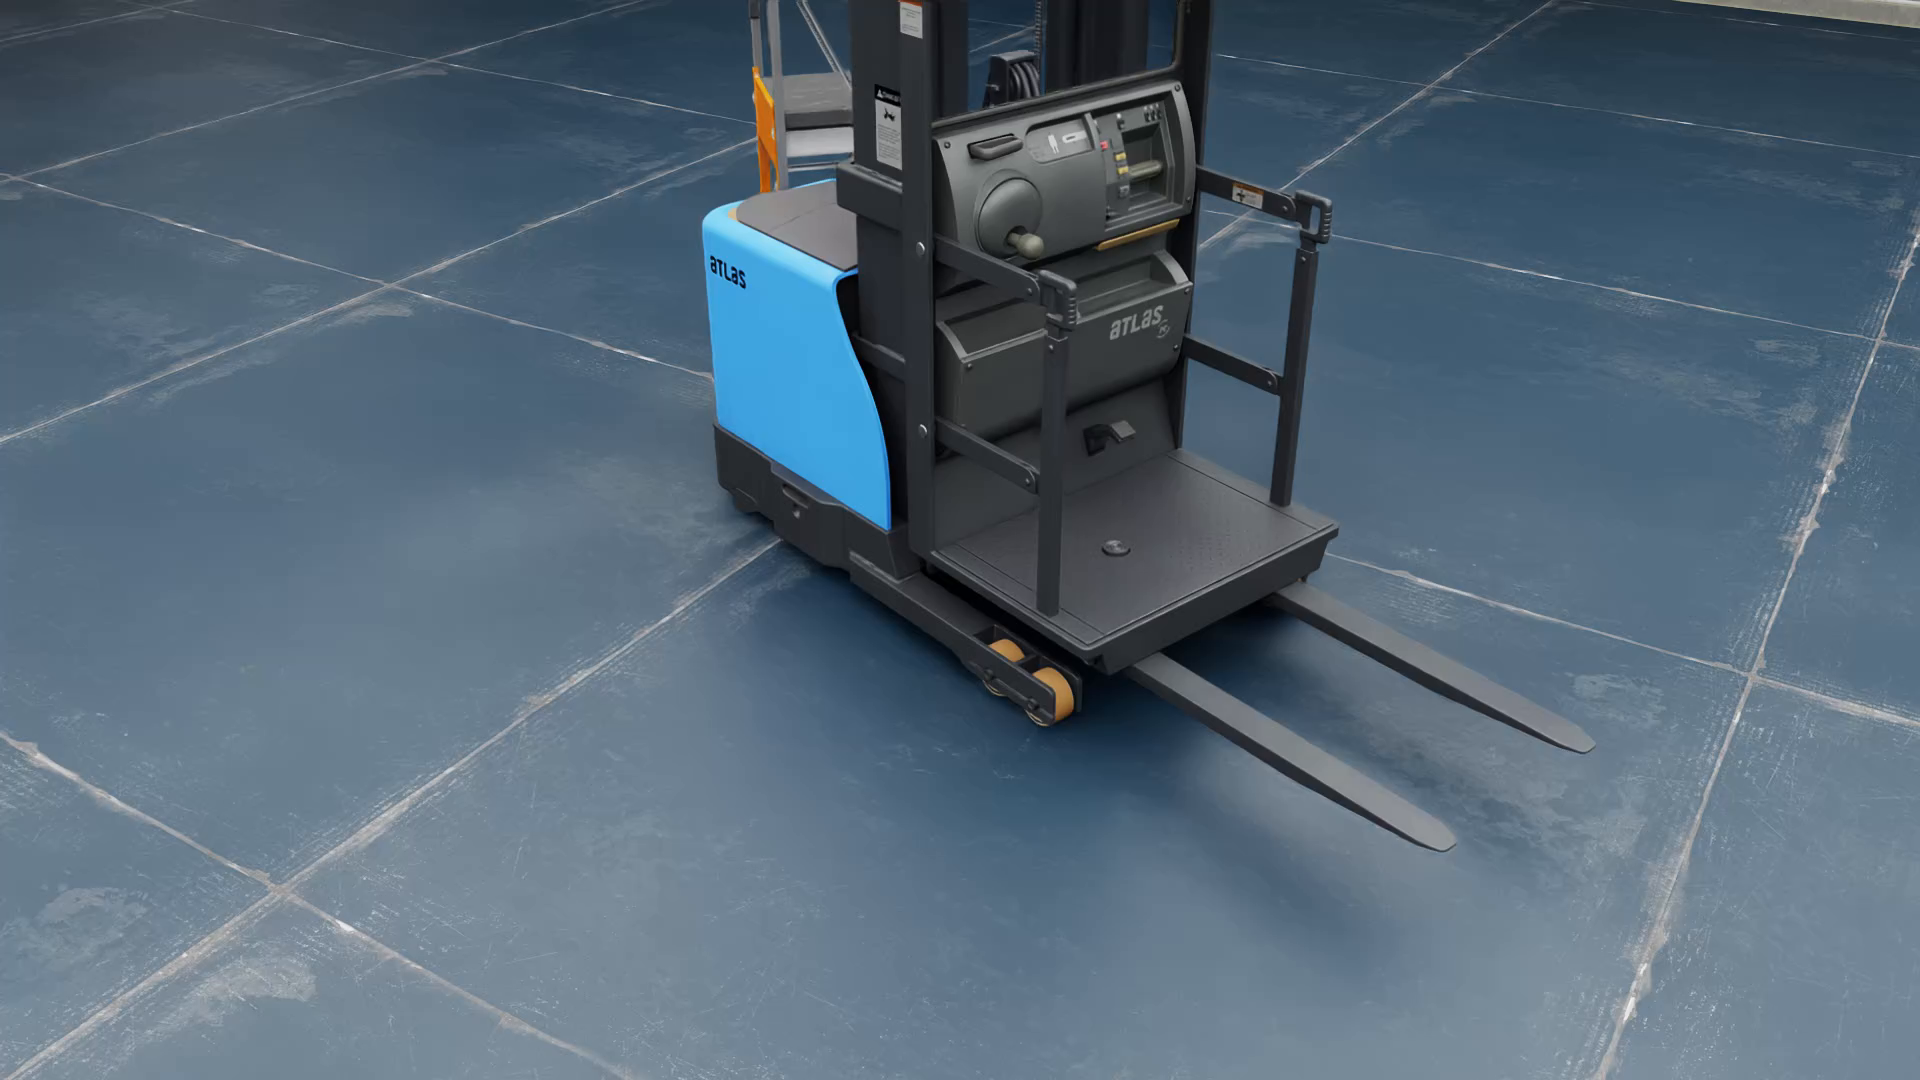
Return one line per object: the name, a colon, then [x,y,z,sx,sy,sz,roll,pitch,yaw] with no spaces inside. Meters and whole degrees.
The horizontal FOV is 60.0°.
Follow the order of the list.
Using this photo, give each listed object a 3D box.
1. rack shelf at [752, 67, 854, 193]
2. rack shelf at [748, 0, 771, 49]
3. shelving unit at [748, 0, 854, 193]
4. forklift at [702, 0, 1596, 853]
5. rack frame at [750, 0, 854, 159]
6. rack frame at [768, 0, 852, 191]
rack shelf: [-0.513,-1.447,6.172,0.431,0.518,0.480,-8,31,-12]
rack shelf: [-0.517,-2.052,5.819,0.431,0.518,0.480,-8,31,-12]
shelving unit: [-0.514,-1.459,6.165,0.431,2.100,0.503,-8,31,-12]
forklift: [0.456,-1.014,4.579,1.130,2.935,3.031,-23,37,-34]
rack frame: [-0.574,-1.578,6.369,0.400,2.100,0.015,-8,31,-12]
rack frame: [-0.453,-1.340,5.961,0.400,2.100,0.015,-8,31,-12]
